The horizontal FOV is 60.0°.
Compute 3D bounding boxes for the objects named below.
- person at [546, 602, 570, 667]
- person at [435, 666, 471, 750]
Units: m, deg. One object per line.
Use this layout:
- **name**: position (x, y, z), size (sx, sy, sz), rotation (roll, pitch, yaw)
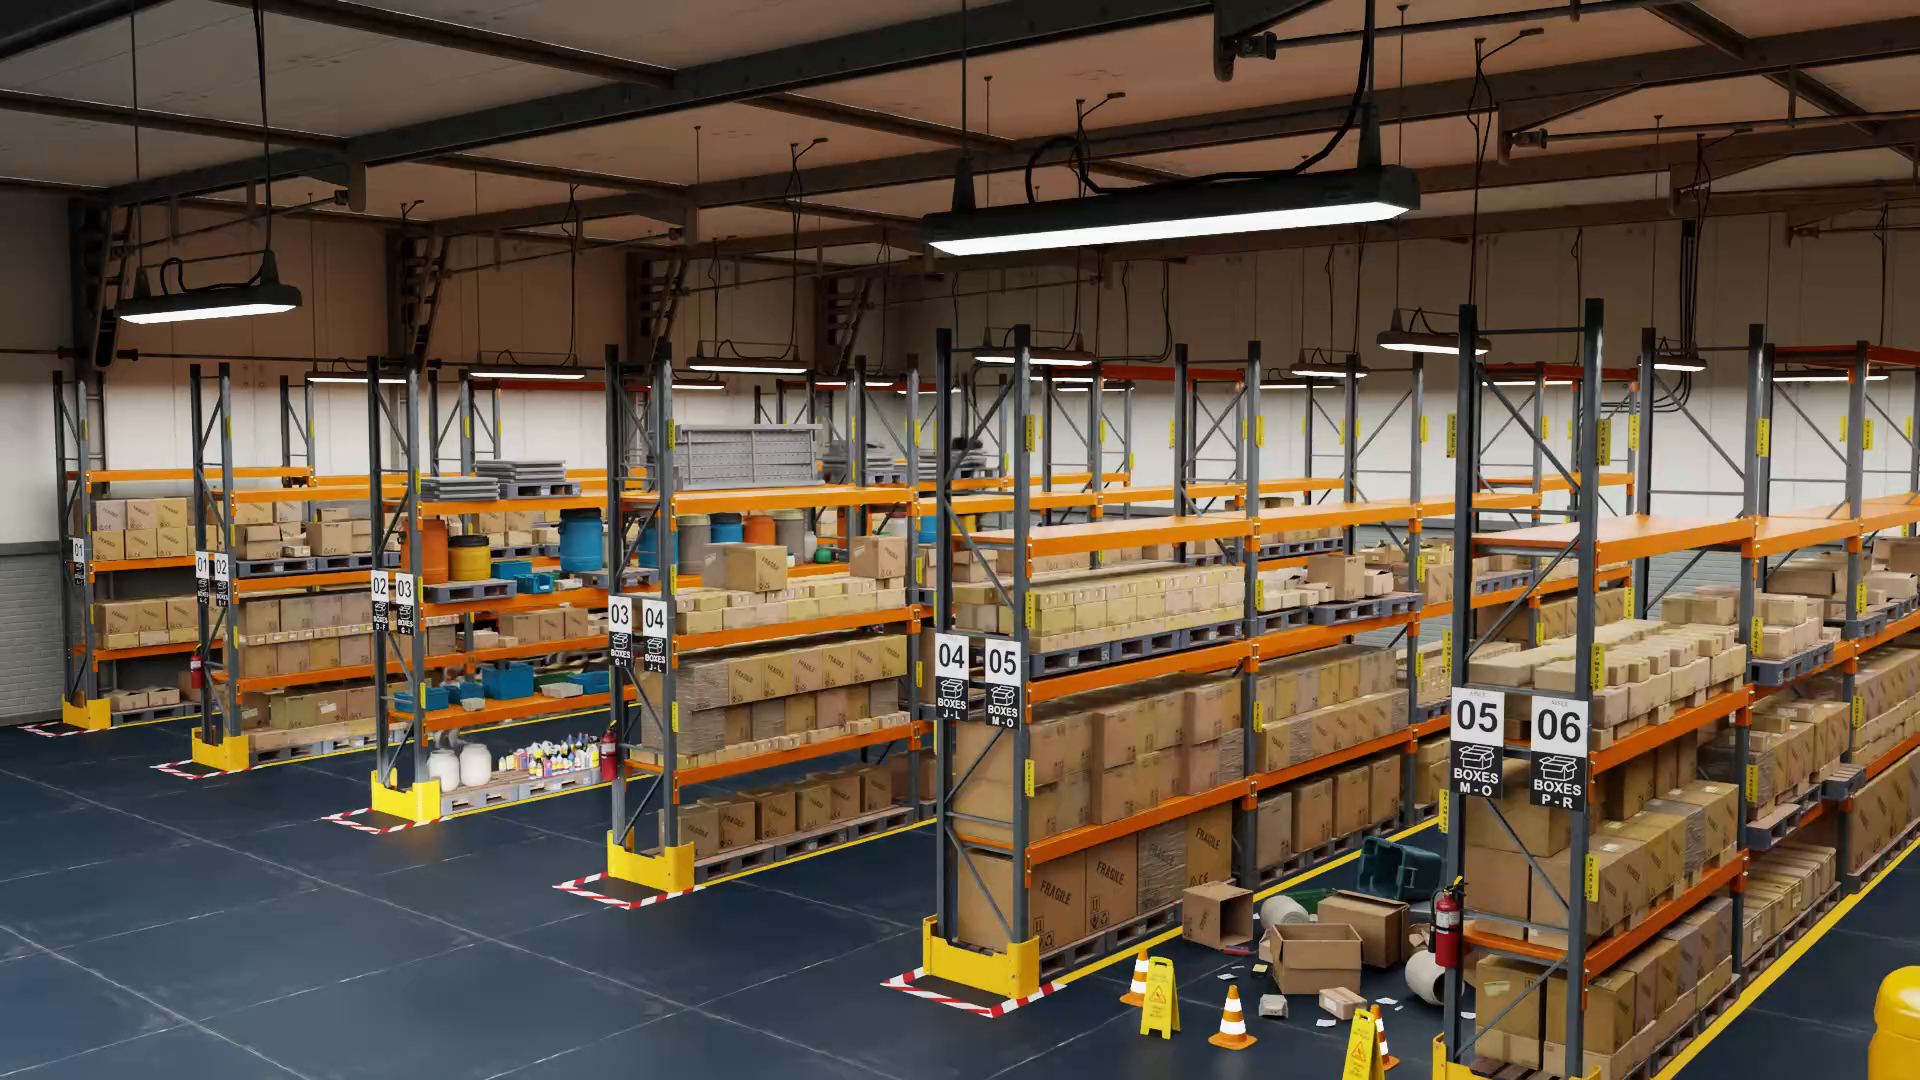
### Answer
- **person**: position (-7.628, 1.997, 31.791), size (0.767, 1.705, 0.530), rotation (3, 5, 38)
- **person**: position (-7.475, 2.622, 24.385), size (0.547, 1.563, 0.746), rotation (2, 4, 23)
